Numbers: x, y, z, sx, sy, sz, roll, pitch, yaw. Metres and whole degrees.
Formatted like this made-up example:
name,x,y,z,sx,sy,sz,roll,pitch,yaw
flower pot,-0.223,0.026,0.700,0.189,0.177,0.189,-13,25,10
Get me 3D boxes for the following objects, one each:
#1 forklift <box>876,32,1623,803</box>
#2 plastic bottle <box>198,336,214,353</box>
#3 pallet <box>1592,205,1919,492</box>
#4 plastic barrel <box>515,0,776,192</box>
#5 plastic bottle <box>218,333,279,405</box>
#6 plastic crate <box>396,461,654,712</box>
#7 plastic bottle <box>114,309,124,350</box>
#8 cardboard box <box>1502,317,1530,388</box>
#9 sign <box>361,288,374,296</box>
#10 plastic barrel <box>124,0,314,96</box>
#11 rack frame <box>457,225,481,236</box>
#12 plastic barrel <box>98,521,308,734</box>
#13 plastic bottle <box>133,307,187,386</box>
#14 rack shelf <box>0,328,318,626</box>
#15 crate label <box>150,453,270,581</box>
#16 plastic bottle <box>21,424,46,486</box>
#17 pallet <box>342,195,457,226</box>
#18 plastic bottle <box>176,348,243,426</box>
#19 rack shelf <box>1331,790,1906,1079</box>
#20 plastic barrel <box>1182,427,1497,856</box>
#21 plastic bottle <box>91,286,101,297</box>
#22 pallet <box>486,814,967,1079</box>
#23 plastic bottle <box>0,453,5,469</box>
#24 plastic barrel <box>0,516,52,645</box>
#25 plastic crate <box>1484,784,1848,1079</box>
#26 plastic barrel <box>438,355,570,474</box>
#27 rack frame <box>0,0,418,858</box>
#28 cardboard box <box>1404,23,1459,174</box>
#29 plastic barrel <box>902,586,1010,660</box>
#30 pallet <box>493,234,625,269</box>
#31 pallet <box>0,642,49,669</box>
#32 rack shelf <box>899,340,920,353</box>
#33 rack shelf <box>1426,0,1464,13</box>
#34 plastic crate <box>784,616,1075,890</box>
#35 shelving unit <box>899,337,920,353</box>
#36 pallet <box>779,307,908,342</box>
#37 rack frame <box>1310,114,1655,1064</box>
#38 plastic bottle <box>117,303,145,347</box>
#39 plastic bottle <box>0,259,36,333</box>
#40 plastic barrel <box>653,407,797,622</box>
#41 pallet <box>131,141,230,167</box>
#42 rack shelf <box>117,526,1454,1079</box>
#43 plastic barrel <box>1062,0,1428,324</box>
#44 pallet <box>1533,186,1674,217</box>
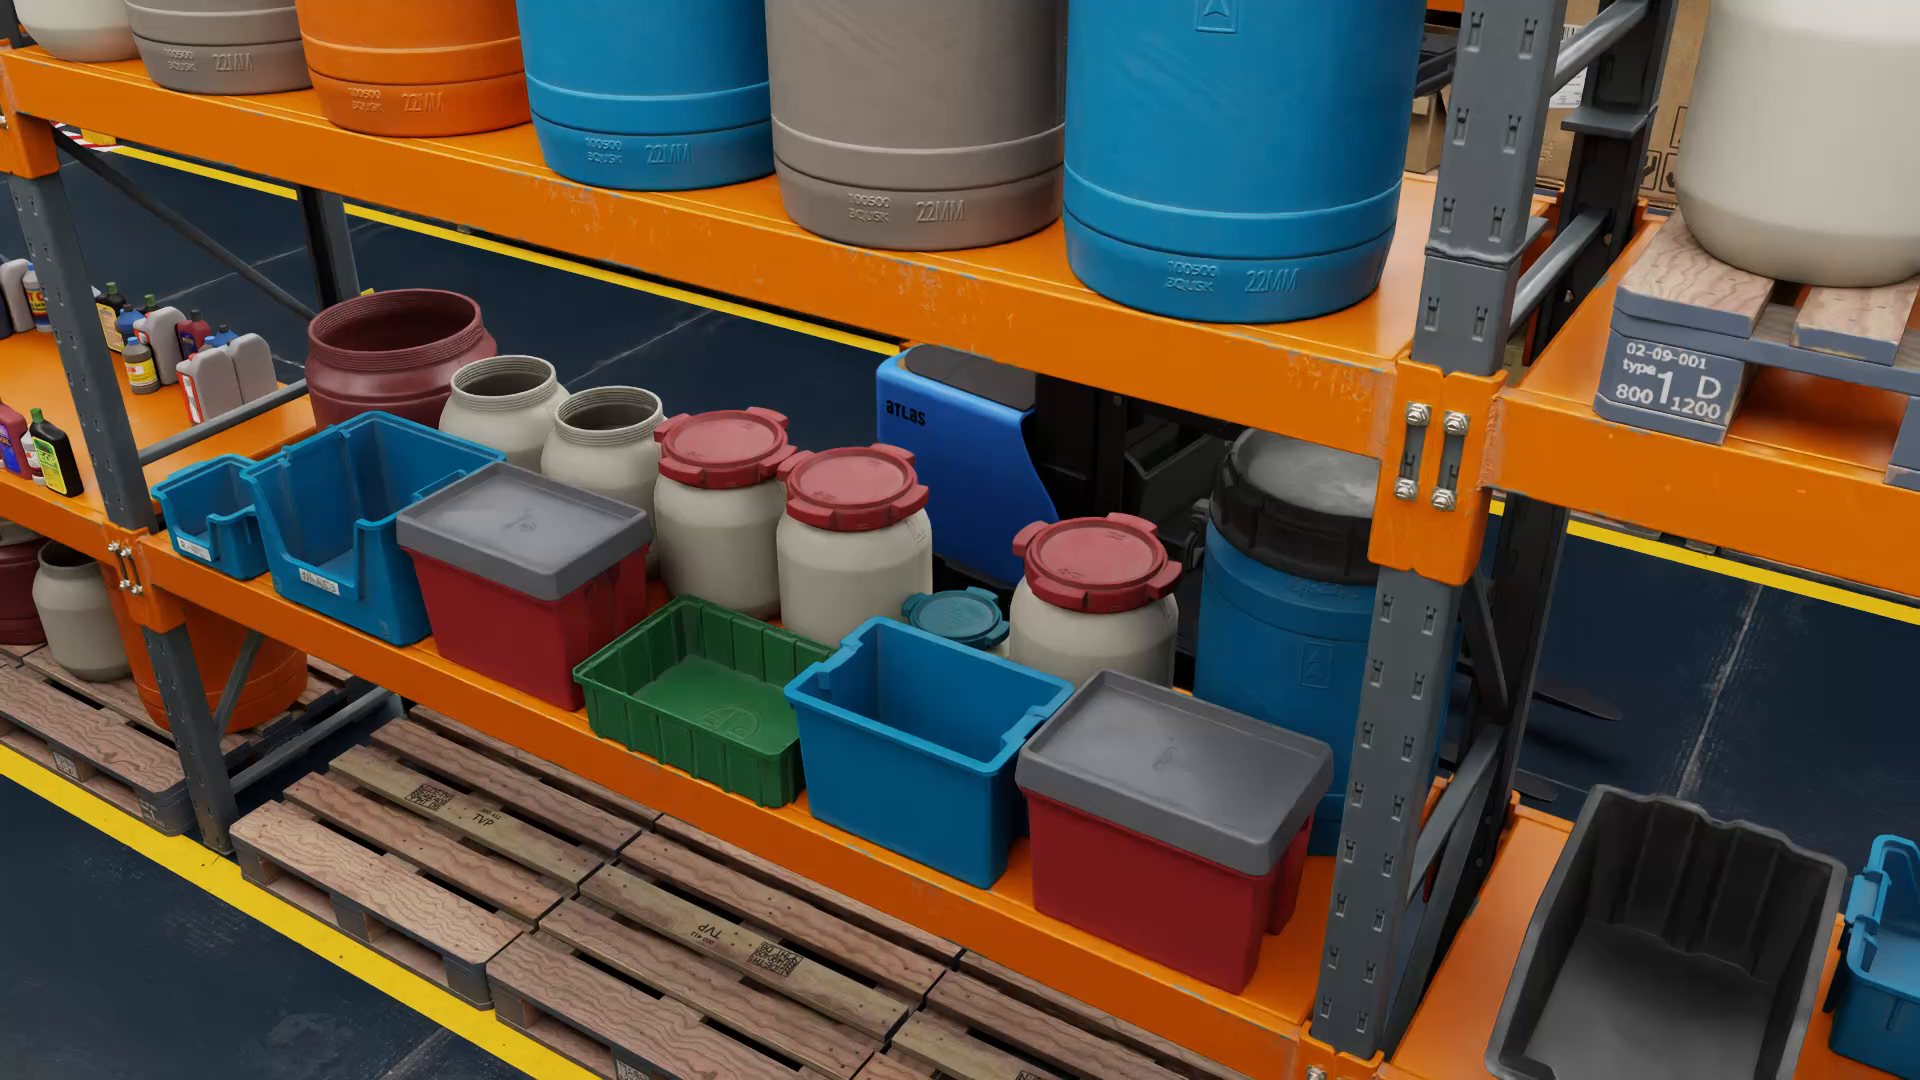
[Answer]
name,x,y,z,sx,sy,sz,roll,pitch,yaw
forklift,1.094,-0.781,6.181,3.031,2.935,1.130,23,37,33
plastic bottle,-2.720,-0.645,6.077,0.097,0.201,0.097,0,30,0
pallet,1.692,-0.399,2.668,1.003,0.211,1.213,18,35,27
plastic barrel,-0.625,-1.243,3.430,0.708,0.901,0.600,18,35,27
plastic bottle,-2.554,-0.609,5.940,0.135,0.276,0.152,18,35,27
plastic crate,-1.153,0.127,4.491,0.583,0.464,0.402,18,35,27
plastic bottle,-3.142,-0.779,6.306,0.097,0.201,0.097,0,30,0
cardboard box,2.760,-0.871,8.310,0.500,0.500,0.700,17,34,27
sign,-2.072,-0.716,5.838,0.005,0.325,0.100,18,35,27
plastic barrel,-1.779,-1.608,4.055,0.600,0.901,0.600,0,30,0
rack frame,-3.114,-3.594,10.934,0.127,3.000,1.000,18,35,27
plastic barrel,-2.782,0.224,6.127,0.708,0.830,0.600,18,35,27
plastic bottle,-2.945,-0.733,6.152,0.135,0.276,0.152,18,35,27
rack shelf,-4.053,-0.633,6.573,4.000,0.370,1.077,18,35,27
crate label,-2.201,-0.063,5.048,0.416,0.233,0.303,18,35,27
plastic bottle,-3.016,-0.288,5.463,0.097,0.201,0.097,0,30,0
pallet,-3.716,-2.627,12.043,1.213,0.211,1.003,18,35,27
plastic bottle,-2.634,-0.544,5.828,0.135,0.276,0.152,18,35,27
rack shelf,2.723,1.510,2.899,4.000,0.370,1.077,18,35,27
plastic barrel,0.863,0.214,3.909,0.708,0.901,0.600,18,35,27
plastic bottle,-3.338,-0.871,6.394,0.097,0.271,0.097,0,30,0
pallet,-0.694,1.347,5.231,1.213,0.211,1.003,18,35,27
plastic bottle,-3.212,-0.349,5.569,0.097,0.201,0.097,0,30,0
plastic barrel,-3.739,0.025,6.706,0.708,0.588,0.600,18,35,27
plastic crate,1.405,0.885,3.319,0.504,0.338,0.767,18,35,27
plastic barrel,-1.374,-0.272,5.129,0.421,0.512,0.421,0,30,0
rack frame,-2.359,-0.408,5.473,0.127,3.000,1.000,18,35,27
cardboard box,2.145,-2.102,7.857,0.637,0.503,0.797,22,37,32
plastic barrel,-0.011,0.303,4.391,0.301,0.262,0.301,0,30,0
pallet,-2.420,-2.215,11.337,1.213,0.211,1.003,18,35,27
pallet,-4.078,0.275,7.068,1.213,0.211,1.003,18,35,27
rack shelf,-0.119,-0.843,7.377,0.180,0.103,0.258,23,37,33
rack shelf,4.691,-3.766,11.942,4.000,0.370,1.077,18,35,27
plastic crate,-0.071,0.507,3.920,0.575,0.384,0.392,18,35,27
shelving unit,-0.119,-0.570,7.536,0.189,1.200,0.258,23,37,33
pallet,-0.354,-1.561,10.217,1.213,0.211,1.003,18,35,27
rack frame,1.029,0.663,3.637,0.127,3.000,1.000,18,35,27
plastic bottle,-3.061,-0.747,6.182,0.097,0.271,0.097,0,30,0
plastic bottle,-3.728,-0.980,6.577,0.135,0.276,0.152,18,35,27
plastic barrel,-0.653,-0.058,4.738,0.433,0.535,0.433,0,30,0
pallet,-5.783,-3.280,13.163,1.213,0.211,1.003,18,35,27
rack shelf,-0.665,0.438,4.736,4.000,0.370,1.077,18,35,27
plastic barrel,0.483,-0.893,2.829,0.708,0.901,0.600,18,35,27
pallet,3.092,-1.635,7.766,1.213,0.211,1.003,18,35,27
